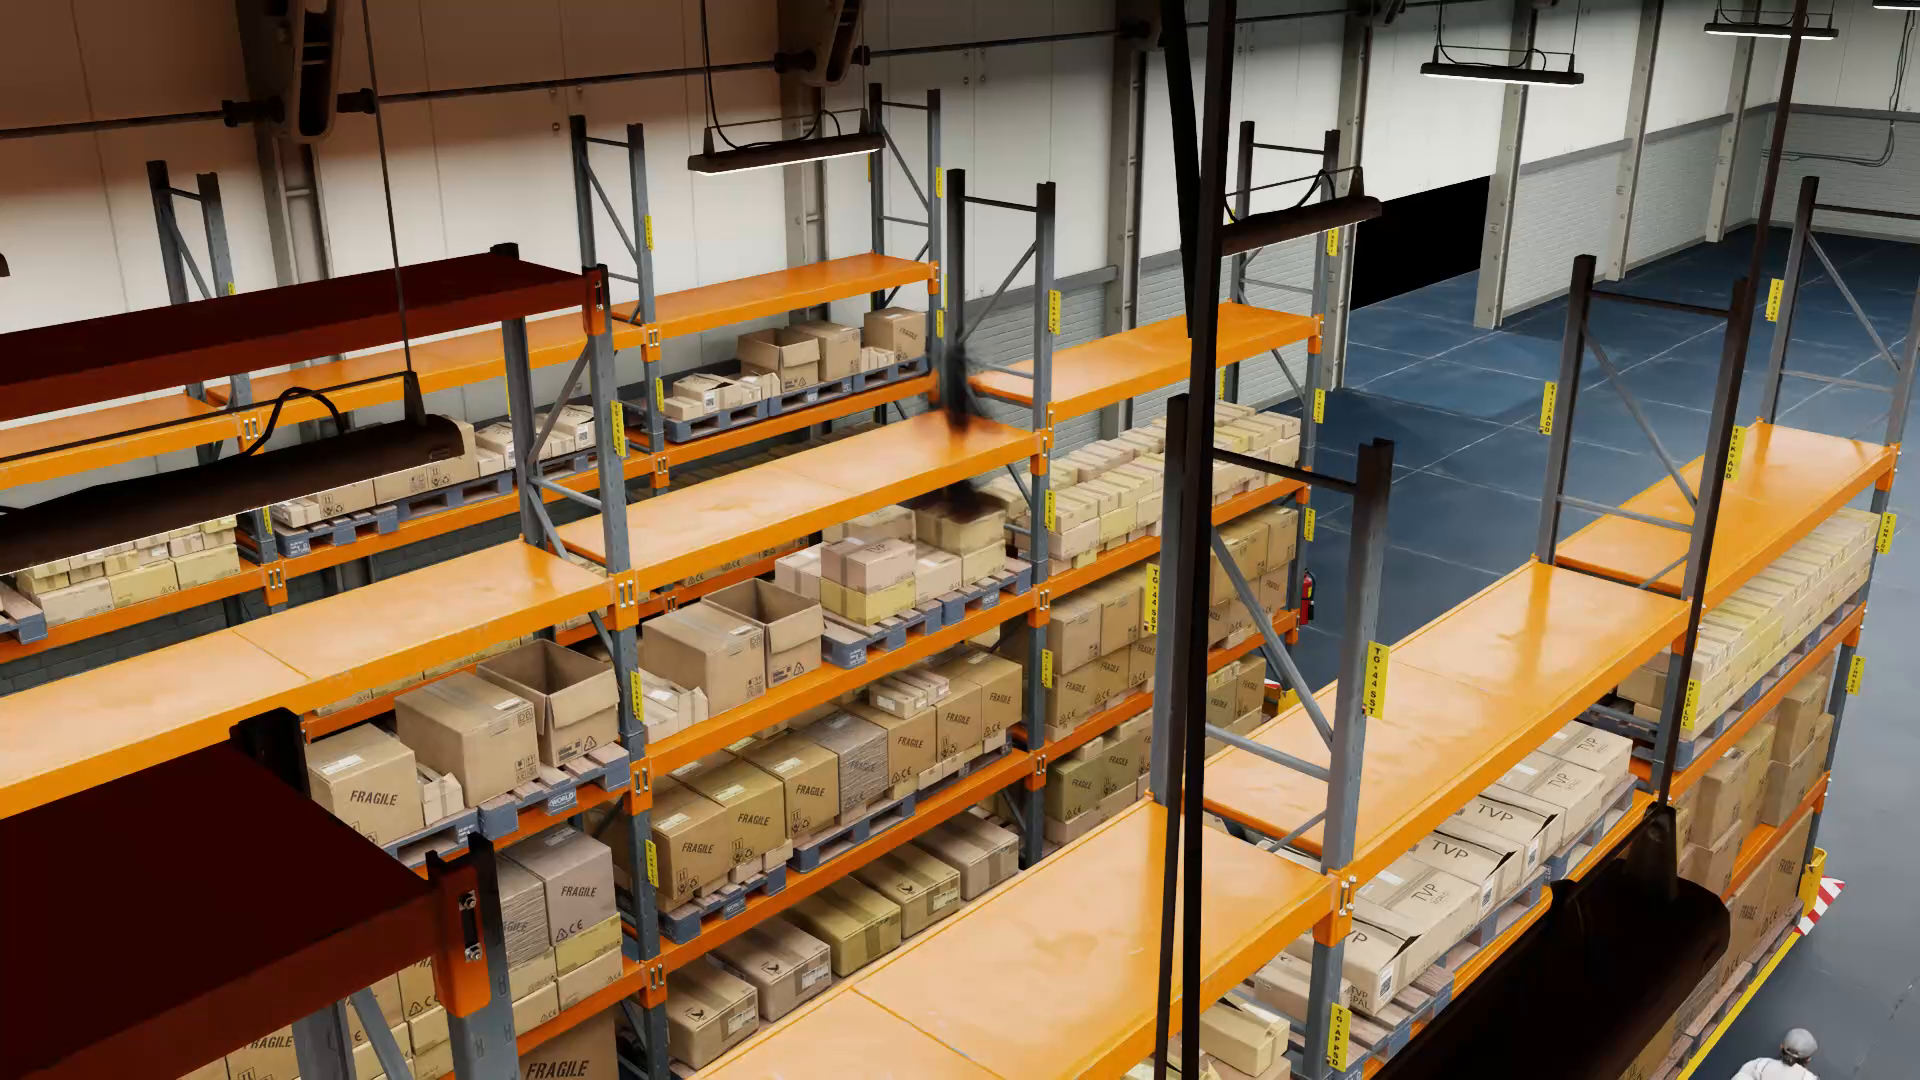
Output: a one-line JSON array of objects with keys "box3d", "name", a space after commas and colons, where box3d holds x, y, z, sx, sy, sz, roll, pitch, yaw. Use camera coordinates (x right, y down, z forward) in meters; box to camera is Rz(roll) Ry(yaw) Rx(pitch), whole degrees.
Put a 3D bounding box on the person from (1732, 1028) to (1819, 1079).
[{"box3d": [4.857, 3.813, 10.079, 1.019, 1.627, 0.641, -20, 29, -41], "name": "person"}]
